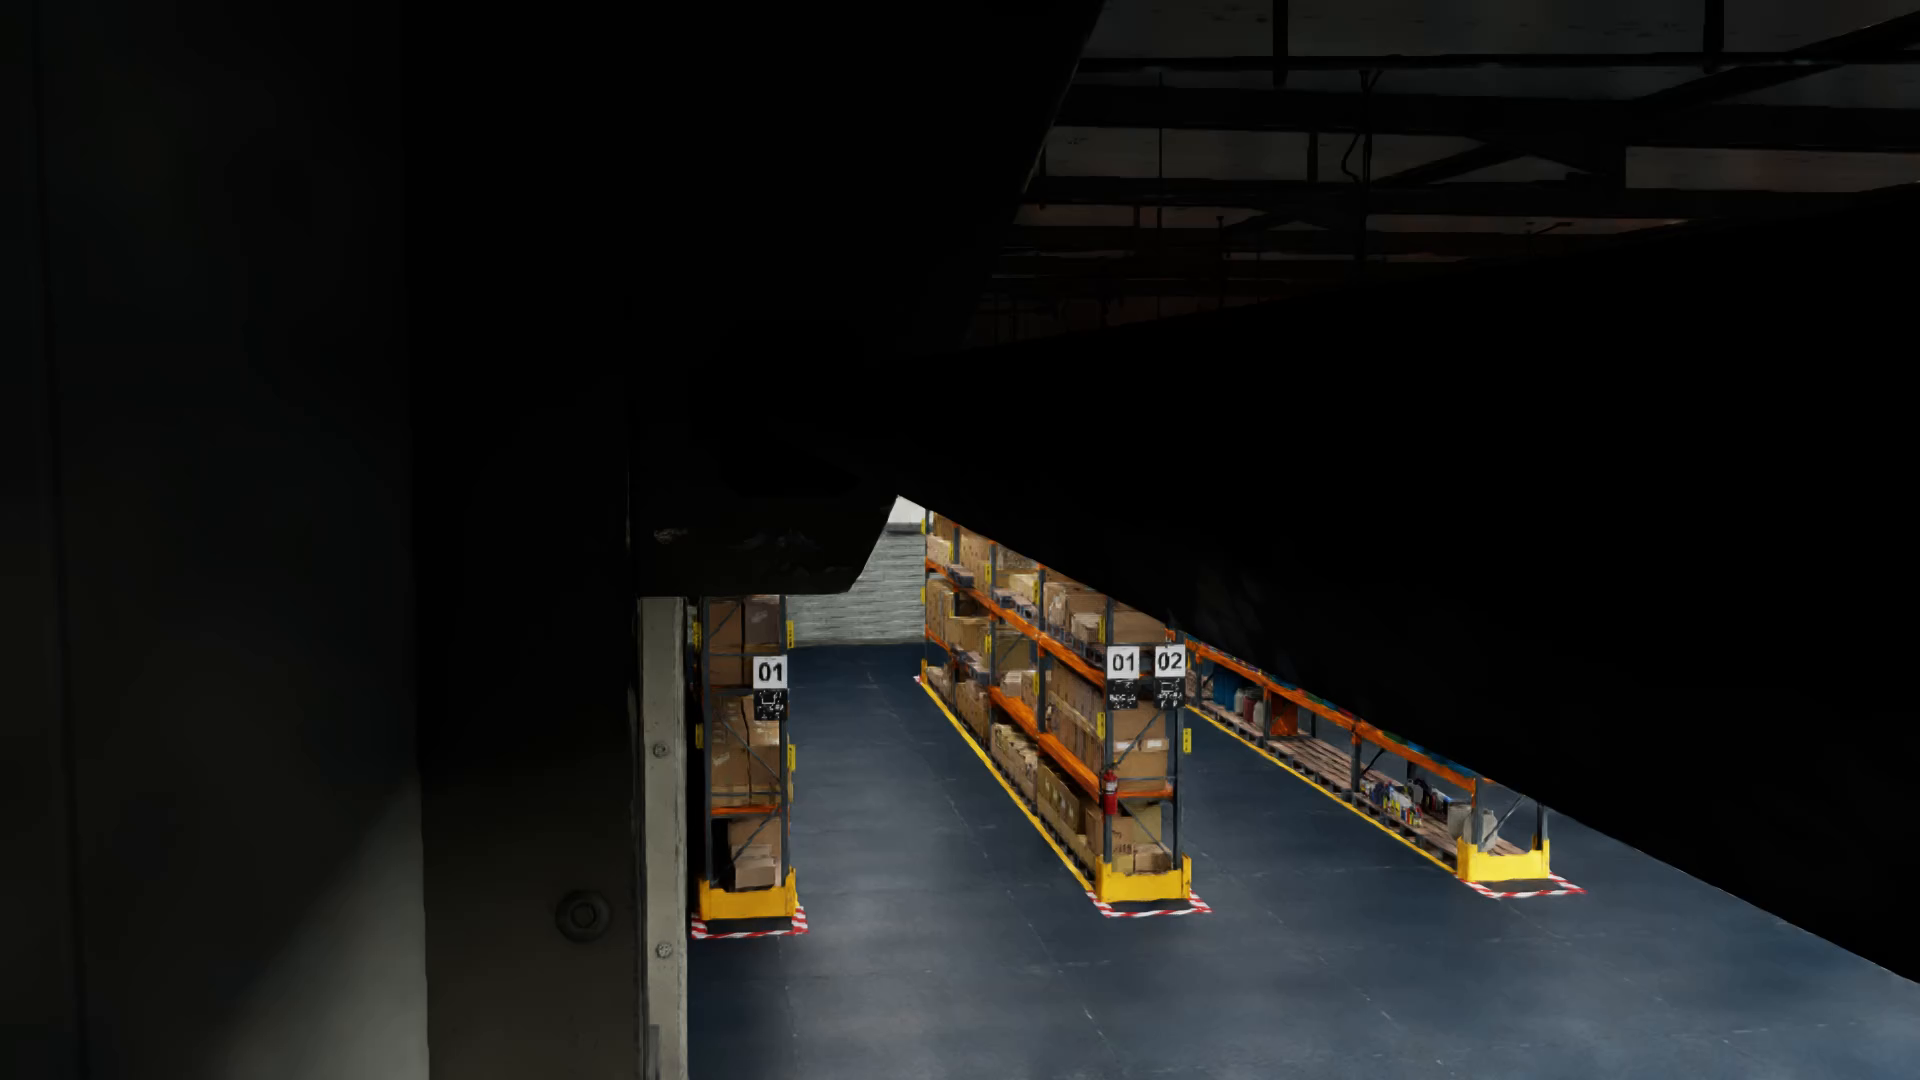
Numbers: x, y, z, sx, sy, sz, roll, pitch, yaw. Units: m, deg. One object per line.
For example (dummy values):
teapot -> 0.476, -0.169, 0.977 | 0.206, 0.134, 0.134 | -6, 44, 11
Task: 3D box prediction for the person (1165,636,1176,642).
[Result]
person -> 4.441, 2.242, 36.212 | 0.585, 1.722, 0.986 | 1, 5, 12
